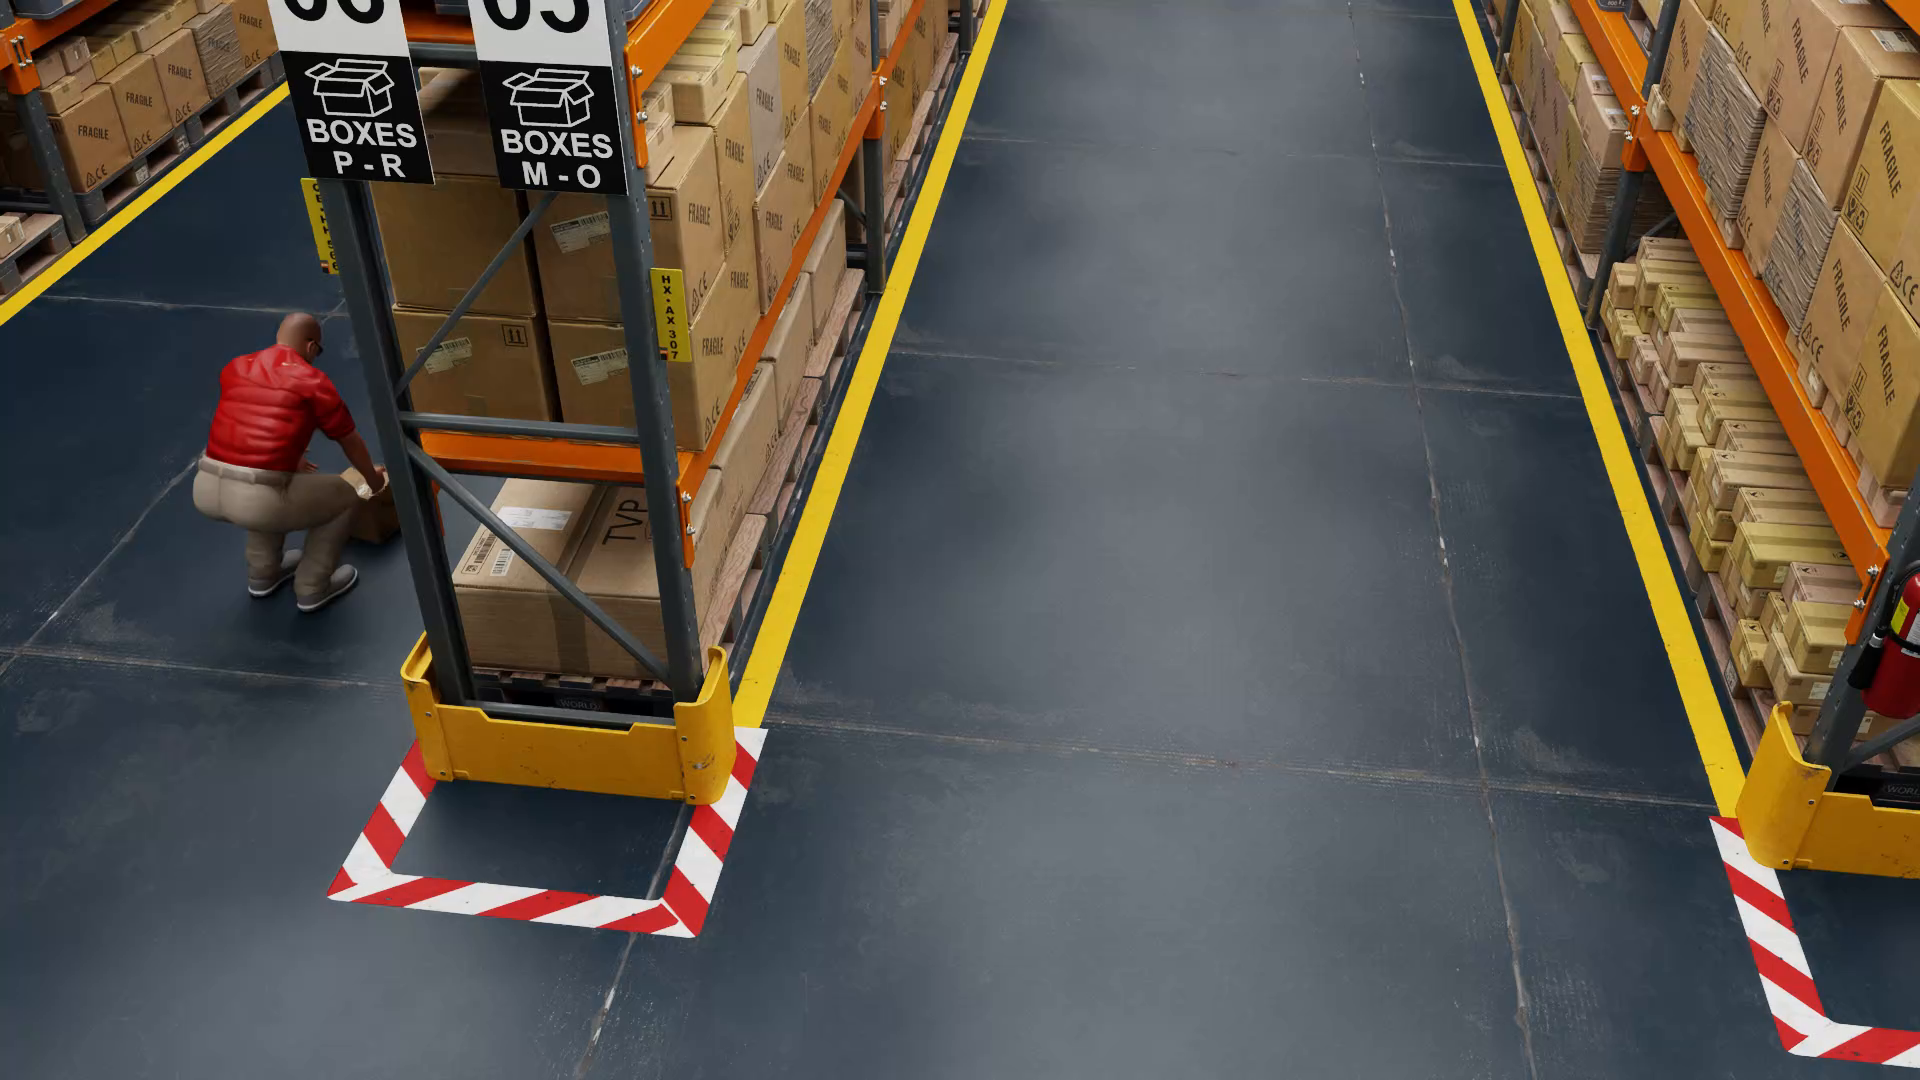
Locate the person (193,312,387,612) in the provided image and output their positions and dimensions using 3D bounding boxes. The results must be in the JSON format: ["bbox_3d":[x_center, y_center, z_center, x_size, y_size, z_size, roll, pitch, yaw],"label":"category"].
[{"bbox_3d":[-2.903,-0.314,7.100,0.576,1.141,0.823,14,38,18],"label":"person"}]
